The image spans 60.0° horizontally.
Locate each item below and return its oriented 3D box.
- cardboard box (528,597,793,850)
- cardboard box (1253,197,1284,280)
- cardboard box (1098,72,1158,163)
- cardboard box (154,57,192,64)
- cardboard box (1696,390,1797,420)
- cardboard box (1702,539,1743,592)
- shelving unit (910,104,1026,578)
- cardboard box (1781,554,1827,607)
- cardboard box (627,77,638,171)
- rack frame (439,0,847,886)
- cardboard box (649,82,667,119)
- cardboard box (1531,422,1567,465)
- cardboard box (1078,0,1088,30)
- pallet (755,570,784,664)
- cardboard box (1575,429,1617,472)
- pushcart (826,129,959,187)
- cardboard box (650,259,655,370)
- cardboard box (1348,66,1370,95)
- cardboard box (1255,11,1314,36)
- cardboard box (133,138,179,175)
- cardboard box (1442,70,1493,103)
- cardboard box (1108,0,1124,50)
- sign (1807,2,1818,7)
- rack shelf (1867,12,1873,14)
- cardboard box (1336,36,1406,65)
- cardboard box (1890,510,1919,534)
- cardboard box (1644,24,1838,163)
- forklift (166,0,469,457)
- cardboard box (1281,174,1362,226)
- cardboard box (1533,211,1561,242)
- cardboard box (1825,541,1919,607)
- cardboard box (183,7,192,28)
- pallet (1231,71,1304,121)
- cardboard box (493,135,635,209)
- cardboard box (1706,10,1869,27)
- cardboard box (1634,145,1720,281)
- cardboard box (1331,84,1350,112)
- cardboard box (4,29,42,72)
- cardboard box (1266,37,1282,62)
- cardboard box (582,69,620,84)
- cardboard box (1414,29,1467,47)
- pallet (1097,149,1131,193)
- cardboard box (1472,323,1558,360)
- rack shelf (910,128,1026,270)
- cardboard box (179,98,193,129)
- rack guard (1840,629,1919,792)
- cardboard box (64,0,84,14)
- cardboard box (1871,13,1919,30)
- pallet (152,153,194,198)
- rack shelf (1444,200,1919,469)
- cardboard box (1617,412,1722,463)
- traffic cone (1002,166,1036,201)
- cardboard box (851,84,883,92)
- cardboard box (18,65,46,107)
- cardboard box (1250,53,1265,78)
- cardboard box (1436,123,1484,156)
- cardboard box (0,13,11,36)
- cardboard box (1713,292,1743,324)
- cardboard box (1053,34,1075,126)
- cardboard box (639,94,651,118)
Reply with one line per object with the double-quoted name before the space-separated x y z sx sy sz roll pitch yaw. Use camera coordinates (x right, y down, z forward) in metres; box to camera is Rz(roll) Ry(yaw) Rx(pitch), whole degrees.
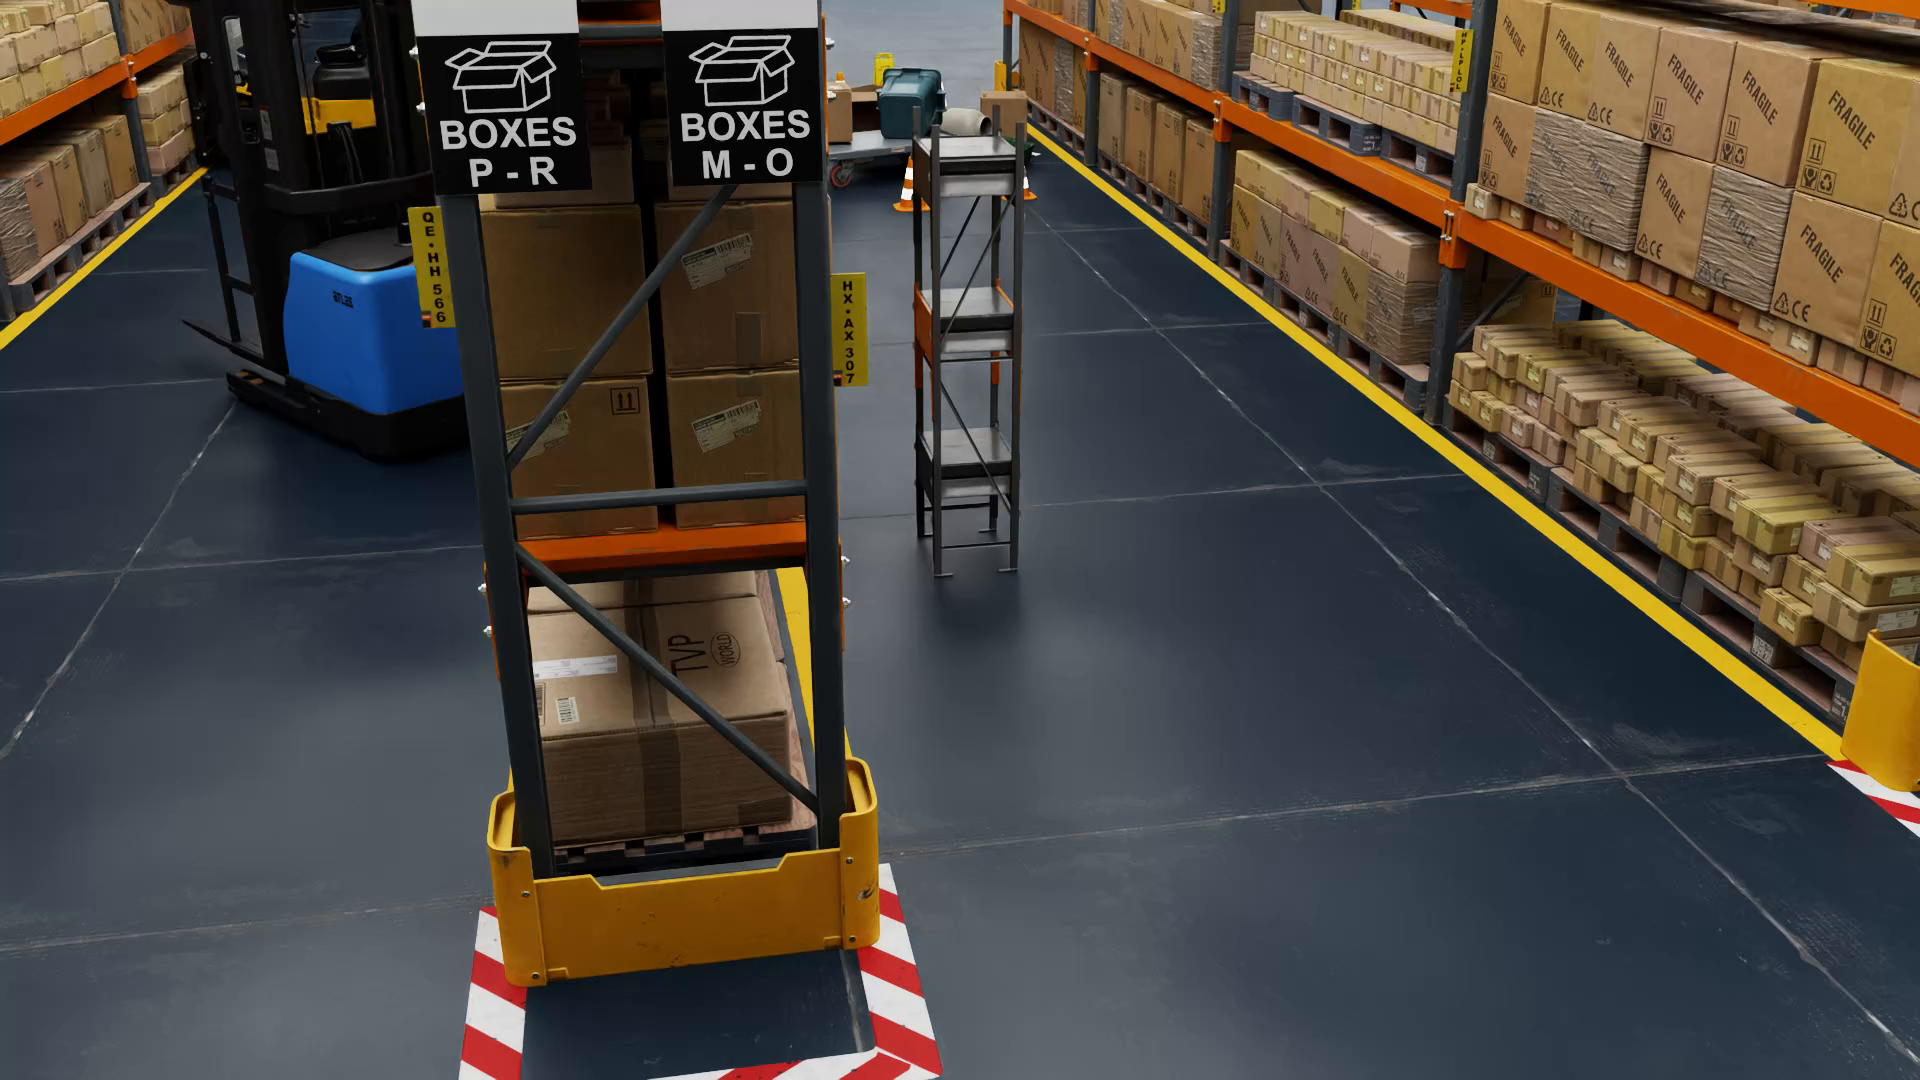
"cardboard box" -1.077 0.613 5.775 0.875 0.438 0.875 -5 24 -12
"cardboard box" 2.486 -2.222 12.187 0.500 0.500 0.500 -4 24 -9
"cardboard box" 1.974 -4.167 16.328 1.050 0.750 0.750 -4 24 -10
"cardboard box" -8.098 -4.875 17.327 0.500 0.250 0.500 -4 24 -9
"cardboard box" 3.885 -0.626 8.230 0.380 0.149 0.250 -5 24 -12
"cardboard box" 3.517 0.100 7.311 0.380 0.149 0.250 -4 24 -9
"shelving unit" 0.031 -0.897 7.681 0.431 2.100 0.503 -4 24 -10
"cardboard box" 3.616 0.162 6.797 0.380 0.149 0.250 -5 24 -11
"cardboard box" -1.575 -1.587 6.762 0.500 0.500 0.500 -4 24 -9
"rack frame" -0.857 -0.116 4.769 1.000 3.000 0.127 -4 24 -10
"cardboard box" -0.871 -1.488 5.725 0.380 0.149 0.250 -4 24 -9
"cardboard box" 3.243 -0.520 8.731 0.380 0.149 0.250 -5 24 -11
"cardboard box" 1.690 -5.456 16.806 0.875 0.550 0.550 -4 24 -10
"pallet" -1.304 0.374 7.130 1.003 0.211 1.213 -4 24 -10
"cardboard box" 3.277 -0.446 8.188 0.380 0.149 0.250 -4 24 -10
"pushcart" -0.844 -3.823 16.532 1.648 0.377 0.936 -13 27 -28
"cardboard box" -0.970 -0.966 6.590 0.500 0.500 0.500 -4 24 -8
"cardboard box" 2.735 -2.970 10.719 0.380 0.149 0.250 -4 24 -10
"cardboard box" 2.406 -3.821 12.298 0.380 0.149 0.250 -4 24 -10
"cardboard box" -7.717 -3.615 15.690 0.500 0.250 0.500 -4 24 -9
"cardboard box" 2.984 -2.589 9.477 0.380 0.149 0.250 -3 24 -7
"cardboard box" 1.697 -4.863 15.512 0.500 0.500 0.500 -4 24 -9
"sign" 6.872 -4.447 13.337 0.100 0.325 0.005 -4 24 -10
"rack shelf" 11.161 -6.394 20.040 1.077 0.370 4.000 -4 24 -10
"cardboard box" 2.692 -3.208 10.893 0.380 0.149 0.250 -5 24 -10
"cardboard box" 4.057 -0.012 6.824 0.380 0.149 0.250 -4 24 -9
"cardboard box" 3.361 -1.935 7.188 0.500 0.500 0.500 -5 24 -12
"forklift" -3.870 -2.293 9.837 3.031 2.935 1.130 21 31 40
"cardboard box" 2.572 -2.376 11.603 0.500 0.250 0.500 -4 24 -9
"cardboard box" 3.202 -1.648 8.590 0.380 0.149 0.250 -5 24 -12
"cardboard box" 3.642 0.129 6.500 0.380 0.149 0.250 -4 24 -9
"cardboard box" -8.162 -5.506 16.985 0.500 0.500 0.500 -5 24 -11
"pallet" 2.746 -3.309 12.318 1.213 0.211 1.003 -4 24 -10
"cardboard box" -1.120 -1.044 4.708 0.380 0.149 0.250 -4 24 -9
"cardboard box" 3.784 -2.166 7.716 0.500 0.500 0.500 -4 24 -8
"cardboard box" 3.378 -1.461 7.351 0.500 0.500 0.500 -3 24 -7
"cardboard box" 2.688 -2.932 11.004 0.380 0.149 0.250 -5 24 -11
"cardboard box" -7.226 -3.652 12.426 0.500 0.250 0.500 -5 24 -11
"cardboard box" 2.454 -3.571 12.097 0.380 0.149 0.250 -3 24 -7
"cardboard box" -1.440 -1.647 6.088 0.380 0.149 0.250 -4 24 -8
"cardboard box" 3.288 -3.352 11.222 0.380 0.149 0.250 -3 24 -7
"pallet" 1.987 -3.667 16.382 1.003 0.211 1.213 -4 24 -10
"cardboard box" 3.110 -1.104 9.323 0.380 0.149 0.250 -3 24 -8
"rack shelf" 0.031 -1.526 7.406 0.431 0.518 0.480 -4 24 -10
"cardboard box" -7.916 -4.239 16.494 0.500 0.250 0.500 -5 24 -10
"rack guard" 3.975 0.593 6.267 1.175 0.500 0.348 -4 24 -10
"cardboard box" -7.434 -4.399 13.639 0.380 0.149 0.250 -5 24 -11
"cardboard box" 7.522 -4.213 12.771 0.797 0.503 0.637 -3 24 -8
"pallet" -8.059 -3.506 16.013 1.003 0.211 1.213 -4 24 -10
"rack shelf" 3.619 -0.980 7.644 1.077 0.370 4.000 -4 24 -10
"cardboard box" 3.374 -0.487 7.911 0.380 0.149 0.250 -4 24 -9
"traffic cone" 0.534 -3.441 15.550 0.336 0.463 0.334 -4 24 -10
"cardboard box" -1.002 -4.762 18.525 0.637 0.503 0.797 18 29 36
"cardboard box" -7.246 -3.419 12.517 0.500 0.250 0.500 -5 24 -11
"cardboard box" 2.394 -3.556 12.433 0.380 0.149 0.250 -5 24 -10
"cardboard box" 2.982 -2.315 9.591 0.380 0.149 0.250 -5 24 -11
"cardboard box" -7.243 -3.787 12.238 0.380 0.149 0.250 -4 24 -9
"cardboard box" 3.500 -1.028 7.170 0.380 0.149 0.250 -5 24 -12
"cardboard box" 1.552 -5.068 18.237 0.875 0.875 0.875 -4 24 -9
"cardboard box" -0.964 -1.431 6.405 0.500 0.500 0.500 -4 24 -10
